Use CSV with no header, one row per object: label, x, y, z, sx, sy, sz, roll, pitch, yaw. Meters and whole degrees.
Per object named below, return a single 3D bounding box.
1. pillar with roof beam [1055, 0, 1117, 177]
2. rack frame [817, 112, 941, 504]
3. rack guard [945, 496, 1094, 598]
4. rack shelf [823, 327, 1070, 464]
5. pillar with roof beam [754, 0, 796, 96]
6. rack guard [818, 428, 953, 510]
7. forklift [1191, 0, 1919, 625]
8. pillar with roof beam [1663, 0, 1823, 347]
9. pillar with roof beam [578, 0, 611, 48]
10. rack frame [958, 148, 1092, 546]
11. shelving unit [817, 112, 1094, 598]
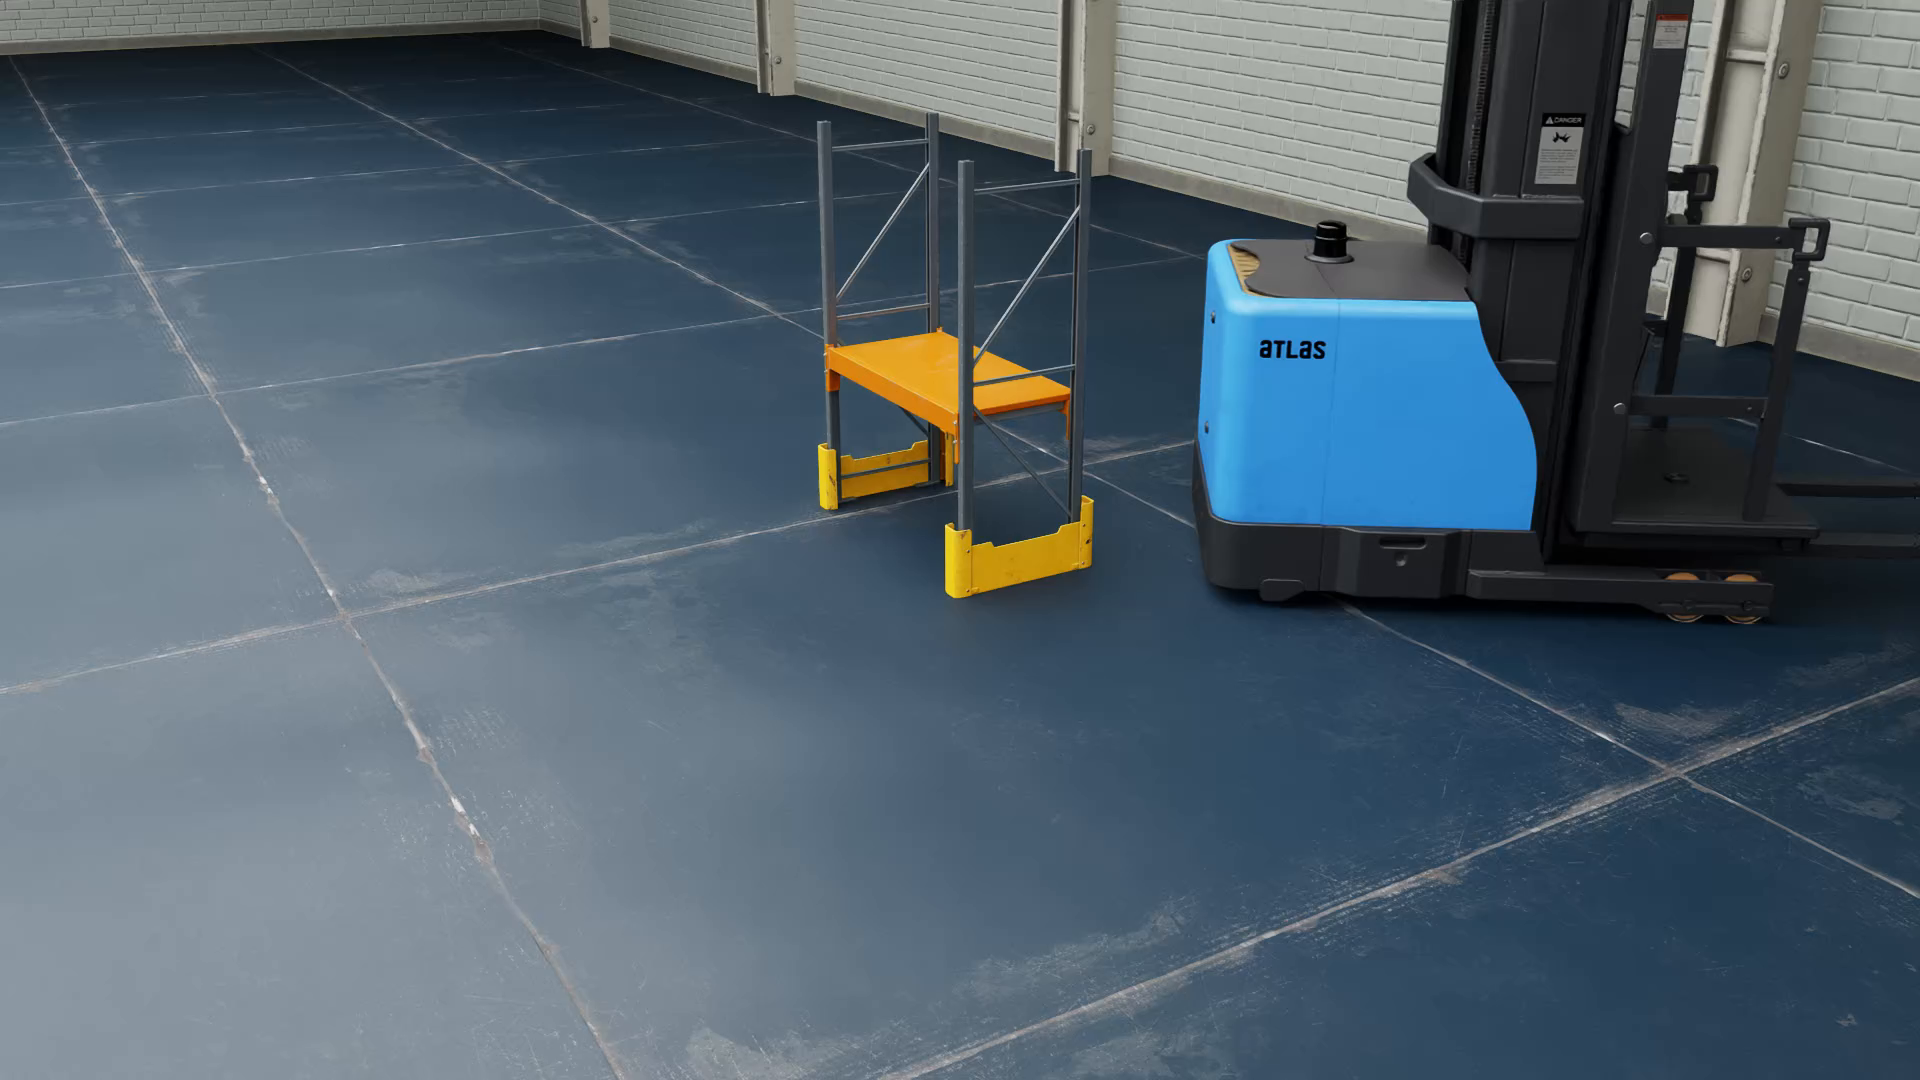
pillar with roof beam,-2.679,-6.399,10.105,9.100,9.000,0.400,-13,25,-28
rack frame,-0.303,-0.887,6.502,0.500,1.500,0.032,-13,25,-28
rack guard,0.215,0.021,5.928,0.587,0.250,0.087,-13,25,-28
rack shelf,-0.044,-0.556,6.165,0.538,0.185,1.000,-13,25,-28
pillar with roof beam,-5.744,-8.342,14.883,9.100,9.000,0.400,-13,25,-28
rack guard,-0.293,-0.302,6.722,0.587,0.250,0.087,-13,25,-28
forklift,2.397,-1.281,5.571,3.031,2.935,1.130,2,22,4
pillar with roof beam,0.386,-4.457,5.326,9.100,9.000,0.400,-13,25,-28
pillar with roof beam,-8.808,-10.284,19.662,9.100,9.000,0.400,-13,25,-28
rack frame,0.216,-0.558,5.692,0.500,1.500,0.032,-13,25,-28
shelving unit,-0.039,-0.719,6.090,0.587,1.500,1.083,-13,25,-28
